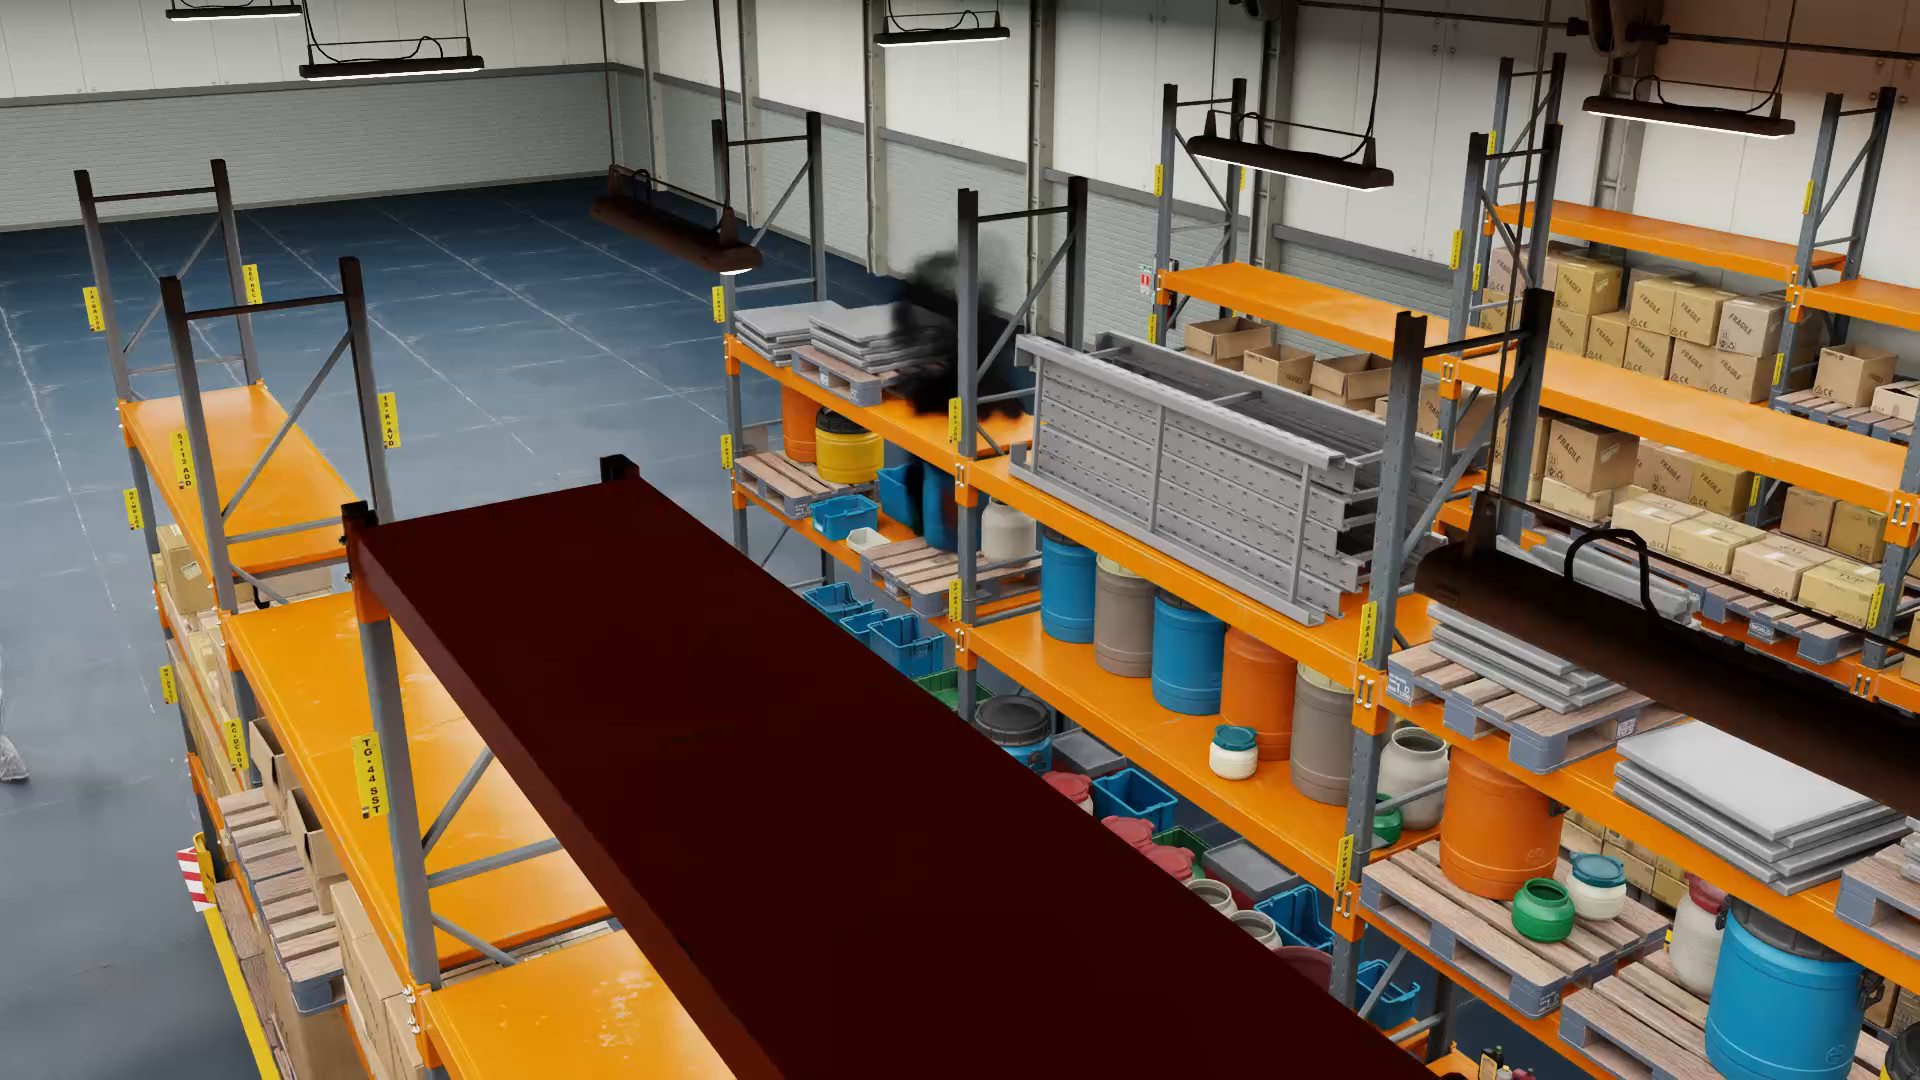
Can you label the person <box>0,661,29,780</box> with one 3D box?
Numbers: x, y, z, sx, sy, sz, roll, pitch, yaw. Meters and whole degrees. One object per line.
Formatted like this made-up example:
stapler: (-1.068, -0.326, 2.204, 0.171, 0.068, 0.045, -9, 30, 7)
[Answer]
person: (-9.113, 1.494, 15.433, 0.593, 1.655, 0.628, 3, 22, 7)
